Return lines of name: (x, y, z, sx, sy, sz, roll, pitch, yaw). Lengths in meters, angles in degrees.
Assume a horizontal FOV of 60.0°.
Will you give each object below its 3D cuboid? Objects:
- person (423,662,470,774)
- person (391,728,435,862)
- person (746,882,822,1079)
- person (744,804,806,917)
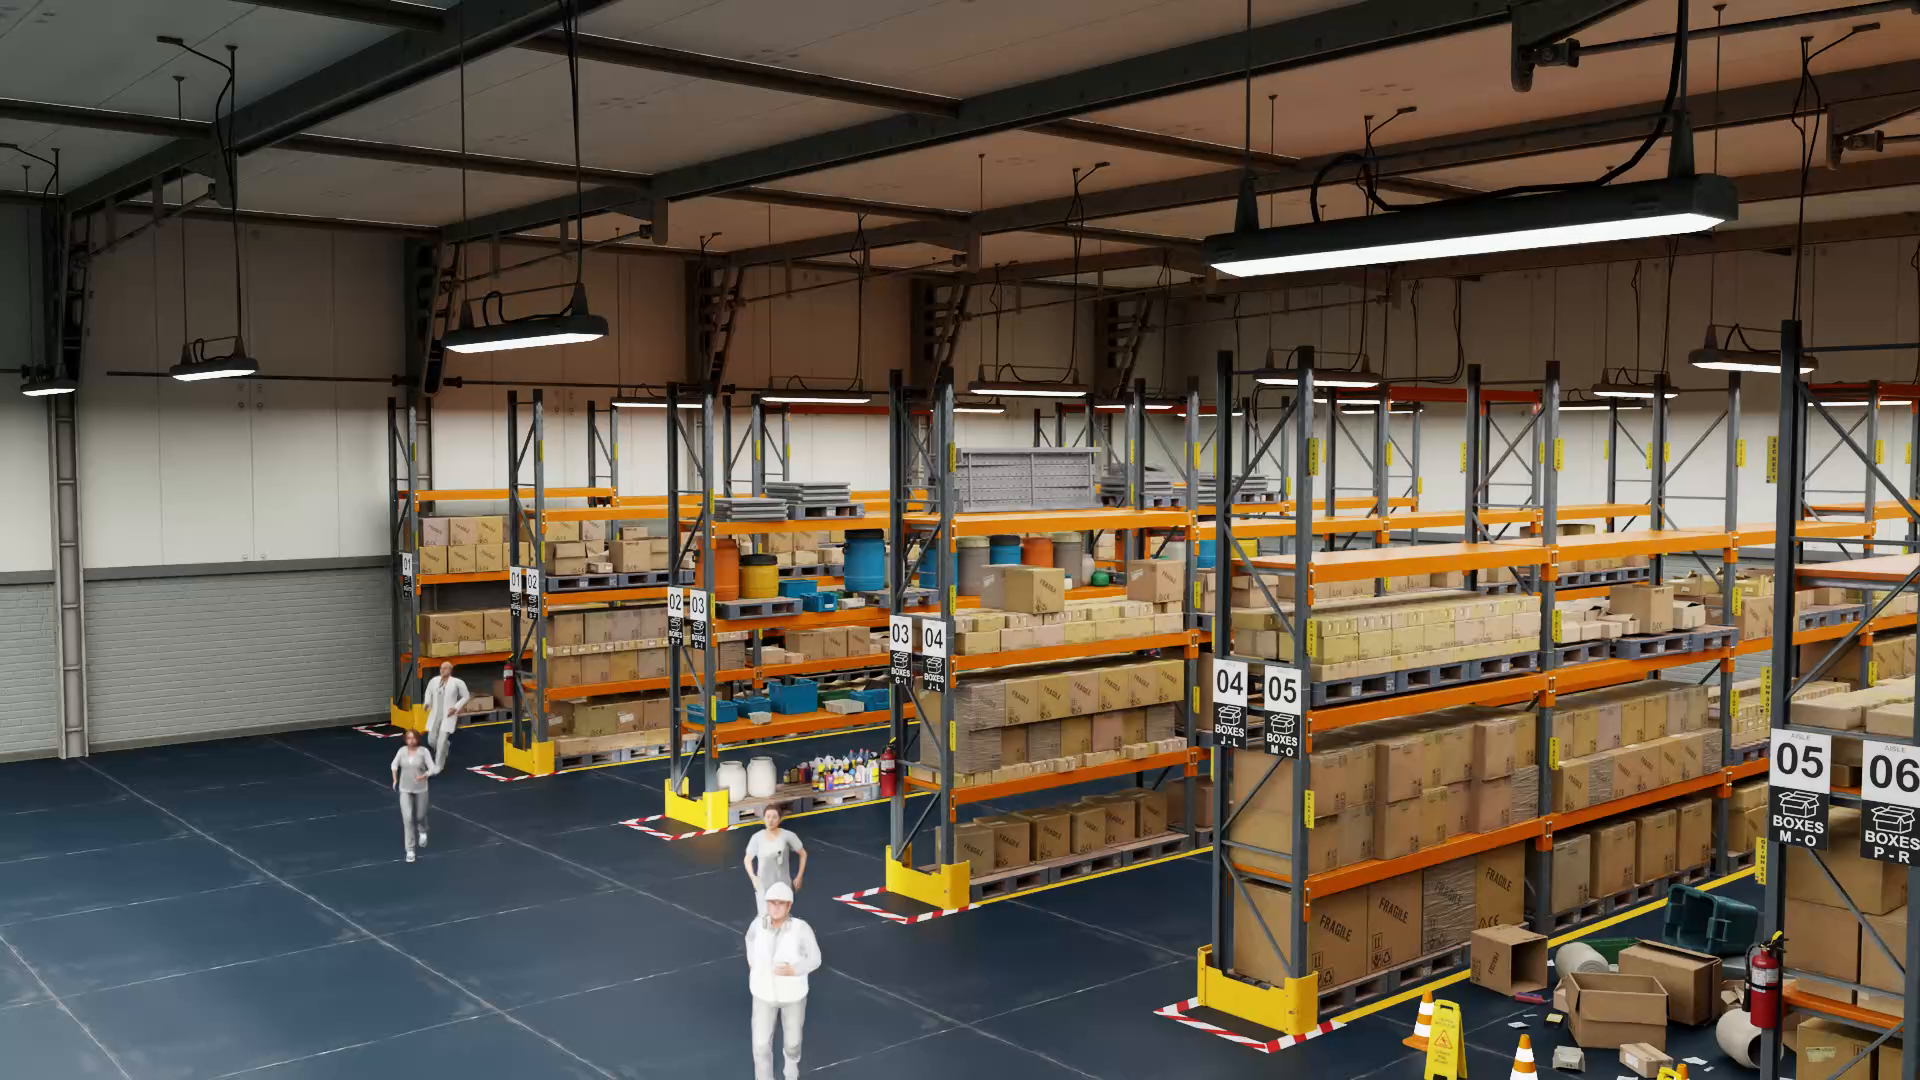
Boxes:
person: (-8.085, 2.774, 26.207, 0.737, 1.736, 0.700, 0, 3, 8)
person: (-6.824, 3.154, 20.760, 0.546, 1.573, 0.819, -1, 3, -12)
person: (-1.373, 3.547, 12.919, 0.624, 1.839, 0.972, 0, 3, 0)
person: (-1.818, 3.395, 16.318, 0.605, 1.626, 0.594, 0, 3, 1)
